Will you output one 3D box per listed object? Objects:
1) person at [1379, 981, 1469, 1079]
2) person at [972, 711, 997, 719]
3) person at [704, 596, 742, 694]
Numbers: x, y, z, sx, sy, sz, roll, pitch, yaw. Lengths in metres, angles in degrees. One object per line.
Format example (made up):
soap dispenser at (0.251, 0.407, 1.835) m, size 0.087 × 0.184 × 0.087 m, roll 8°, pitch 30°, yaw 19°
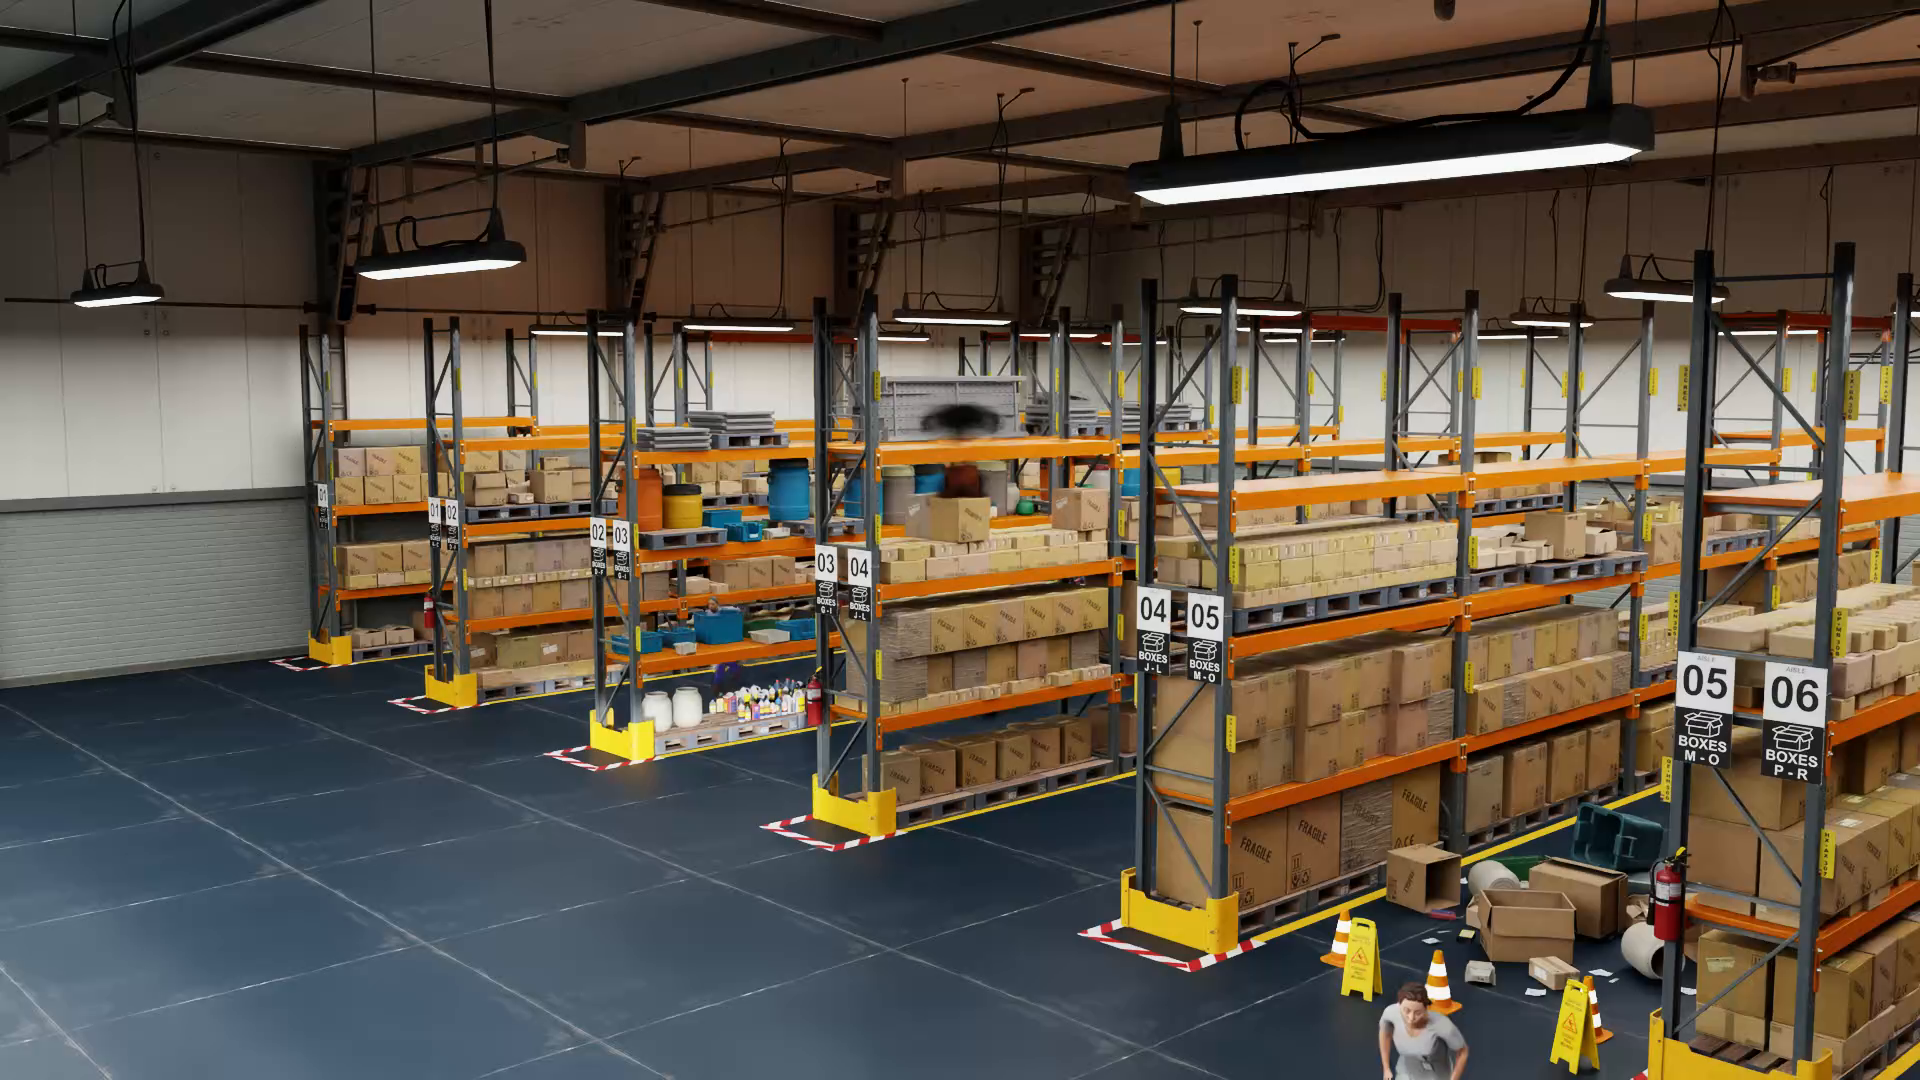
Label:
person at (2.938, 3.387, 10.440) m, size 0.561 × 1.489 × 0.984 m, roll 3°, pitch 7°, yaw 31°
person at (0.333, 1.817, 24.713) m, size 0.641 × 1.710 × 0.687 m, roll 4°, pitch 7°, yaw 37°
person at (-3.821, 1.669, 27.167) m, size 0.640 × 1.614 × 0.972 m, roll 2°, pitch 6°, yaw 23°
